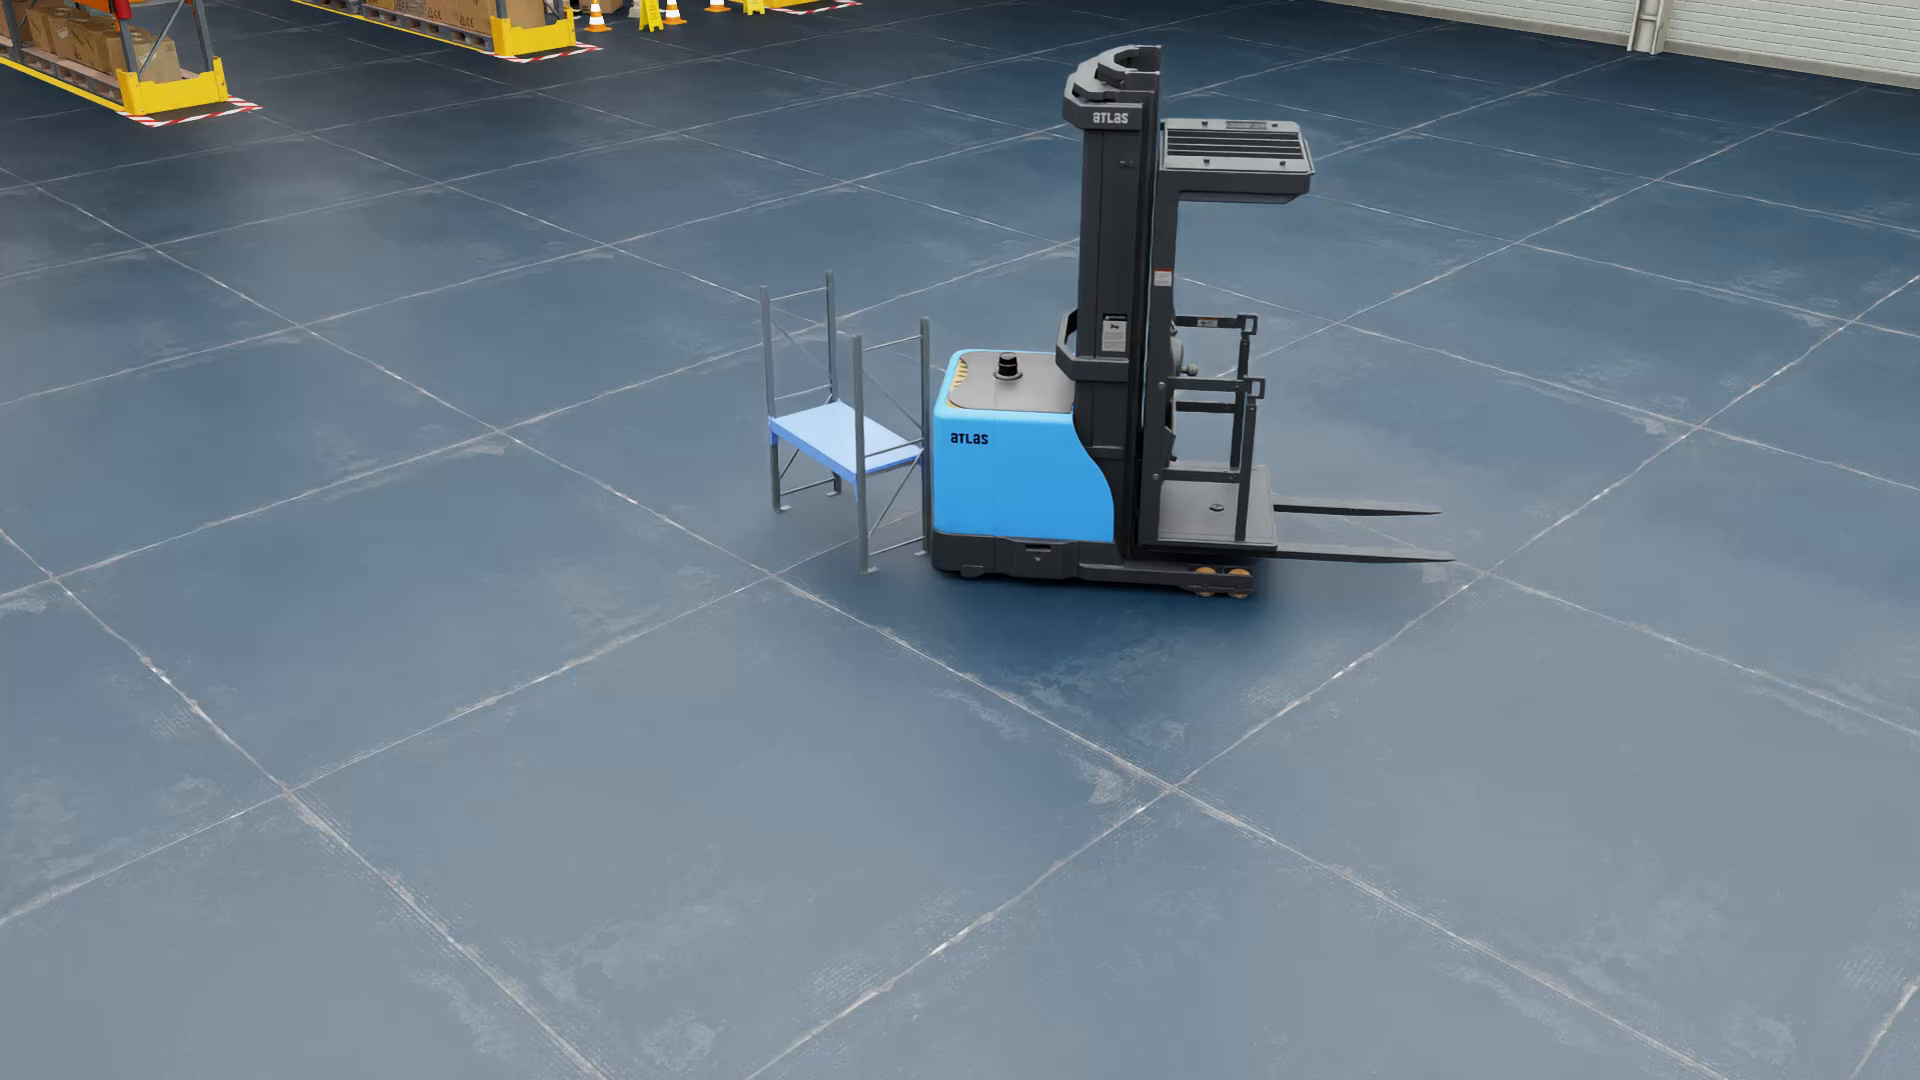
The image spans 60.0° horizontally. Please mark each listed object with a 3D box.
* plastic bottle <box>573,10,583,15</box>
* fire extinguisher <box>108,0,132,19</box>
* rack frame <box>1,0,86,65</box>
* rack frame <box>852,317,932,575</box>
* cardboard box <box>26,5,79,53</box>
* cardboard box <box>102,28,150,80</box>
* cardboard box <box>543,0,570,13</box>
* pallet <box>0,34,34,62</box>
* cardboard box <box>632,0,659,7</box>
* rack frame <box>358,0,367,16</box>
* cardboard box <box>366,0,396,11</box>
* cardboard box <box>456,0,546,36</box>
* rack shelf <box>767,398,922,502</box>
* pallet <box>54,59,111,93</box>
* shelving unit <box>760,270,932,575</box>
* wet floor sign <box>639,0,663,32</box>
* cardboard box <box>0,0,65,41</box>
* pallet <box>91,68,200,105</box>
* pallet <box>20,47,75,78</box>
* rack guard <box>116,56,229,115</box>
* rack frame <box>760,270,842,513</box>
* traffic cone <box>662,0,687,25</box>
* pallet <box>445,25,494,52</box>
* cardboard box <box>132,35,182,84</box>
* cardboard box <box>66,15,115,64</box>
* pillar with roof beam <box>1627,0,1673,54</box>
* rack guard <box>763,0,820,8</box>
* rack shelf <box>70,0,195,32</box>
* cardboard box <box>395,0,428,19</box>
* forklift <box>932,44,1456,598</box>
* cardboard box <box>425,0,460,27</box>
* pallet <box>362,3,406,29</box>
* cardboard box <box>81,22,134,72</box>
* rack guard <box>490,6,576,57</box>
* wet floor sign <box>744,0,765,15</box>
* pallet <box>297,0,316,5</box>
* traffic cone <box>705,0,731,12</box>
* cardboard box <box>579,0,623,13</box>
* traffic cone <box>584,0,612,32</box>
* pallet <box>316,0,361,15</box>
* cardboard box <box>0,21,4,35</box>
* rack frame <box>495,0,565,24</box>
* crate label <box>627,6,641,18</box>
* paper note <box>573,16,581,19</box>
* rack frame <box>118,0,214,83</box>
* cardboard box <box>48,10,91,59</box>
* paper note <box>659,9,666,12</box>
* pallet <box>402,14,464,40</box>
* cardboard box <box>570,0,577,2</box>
[{"bbox_3d":[-5.982,-8.156,25.695,0.283,0.061,0.133,12,30,22],"label":"plastic bottle"},{"bbox_3d":[-9.770,-6.403,19.287,0.183,0.674,0.296,25,36,38],"label":"fire extinguisher"},{"bbox_3d":[-12.381,-7.932,22.113,0.127,3.000,1.000,25,36,38],"label":"rack frame"},{"bbox_3d":[-0.385,-0.529,9.644,0.500,1.500,0.032,-19,33,-31],"label":"rack frame"},{"bbox_3d":[-12.124,-6.868,22.323,0.500,0.500,0.500,23,36,37],"label":"cardboard box"},{"bbox_3d":[-10.412,-6.100,20.862,0.500,0.500,0.500,-15,31,-27],"label":"cardboard box"},{"bbox_3d":[-6.315,-8.386,25.912,0.396,0.266,0.258,-18,33,-31],"label":"cardboard box"},{"bbox_3d":[-12.937,-6.952,23.244,1.213,0.211,1.003,25,36,38],"label":"pallet"},{"bbox_3d":[-4.931,-8.411,26.087,0.380,0.149,0.250,-7,29,-14],"label":"cardboard box"},{"bbox_3d":[-8.831,-9.545,25.180,0.127,3.000,1.000,25,36,38],"label":"rack frame"},{"bbox_3d":[-8.432,-8.562,25.143,0.875,0.875,0.875,-25,36,-38],"label":"cardboard box"},{"bbox_3d":[-6.509,-7.685,23.474,0.875,0.875,0.875,25,37,39],"label":"cardboard box"},{"bbox_3d":[-0.683,-0.561,10.092,0.538,0.185,1.000,-19,33,-31],"label":"rack shelf"},{"bbox_3d":[-11.003,-6.093,21.610,1.213,0.211,1.003,25,36,38],"label":"pallet"},{"bbox_3d":[-0.683,-0.720,10.009,0.538,1.500,1.048,-19,33,-31],"label":"shelving unit"},{"bbox_3d":[-4.570,-7.846,24.478,0.232,0.644,0.267,18,33,30],"label":"wet floor sign"},{"bbox_3d":[-12.804,-7.228,22.987,0.500,0.500,0.700,21,34,35],"label":"cardboard box"},{"bbox_3d":[-10.137,-5.695,20.853,1.213,0.211,1.003,25,36,38],"label":"pallet"},{"bbox_3d":[-11.877,-6.491,22.367,1.213,0.211,1.003,25,36,38],"label":"pallet"},{"bbox_3d":[-9.583,-5.546,20.259,0.348,0.500,1.175,25,36,38],"label":"rack guard"},{"bbox_3d":[-0.981,-0.912,10.373,0.500,1.500,0.032,-19,33,-31],"label":"rack frame"},{"bbox_3d":[-4.328,-8.026,25.017,0.334,0.463,0.336,25,36,38],"label":"traffic cone"},{"bbox_3d":[-6.604,-7.241,23.794,1.213,0.211,1.003,25,36,38],"label":"pallet"},{"bbox_3d":[-9.962,-5.916,20.513,0.500,0.500,0.500,-18,33,-30],"label":"cardboard box"},{"bbox_3d":[-11.212,-6.507,21.637,0.500,0.500,0.500,21,34,34],"label":"cardboard box"},{"bbox_3d":[6.571,-9.402,18.461,0.400,9.000,9.100,25,36,38],"label":"pillar with roof beam"},{"bbox_3d":[-2.635,-8.834,26.514,0.348,0.500,1.175,25,36,38],"label":"rack guard"},{"bbox_3d":[-10.955,-6.961,21.039,4.000,0.370,1.077,25,36,38],"label":"rack shelf"},{"bbox_3d":[-7.787,-8.270,24.586,0.875,0.875,0.875,25,37,39],"label":"cardboard box"},{"bbox_3d":[1.388,-1.223,9.426,3.031,2.935,1.130,3,28,6],"label":"forklift"},{"bbox_3d":[-7.138,-7.971,24.019,0.875,0.875,0.875,24,36,38],"label":"cardboard box"},{"bbox_3d":[-8.344,-8.037,25.308,1.213,0.211,1.003,25,36,38],"label":"pallet"},{"bbox_3d":[-10.846,-6.310,21.262,0.500,0.500,0.500,-21,34,-35],"label":"cardboard box"},{"bbox_3d":[-5.962,-7.126,23.265,0.348,0.500,1.175,25,36,38],"label":"rack guard"},{"bbox_3d":[-3.195,-8.457,25.640,0.267,0.644,0.232,-13,30,-22],"label":"wet floor sign"},{"bbox_3d":[-10.309,-8.936,27.018,1.213,0.211,1.003,25,36,38],"label":"pallet"},{"bbox_3d":[-3.792,-8.505,25.928,0.334,0.463,0.336,25,36,38],"label":"traffic cone"},{"bbox_3d":[-5.608,-8.544,25.958,0.637,0.503,0.797,2,28,4],"label":"cardboard box"},{"bbox_3d":[-5.362,-7.762,24.514,0.334,0.463,0.336,25,36,38],"label":"traffic cone"},{"bbox_3d":[-9.434,-8.538,26.261,1.213,0.211,1.003,25,36,38],"label":"pallet"},{"bbox_3d":[-13.131,-7.390,23.294,0.500,0.500,0.700,24,36,38],"label":"cardboard box"},{"bbox_3d":[-5.979,-8.240,22.698,0.127,3.000,1.000,25,36,38],"label":"rack frame"},{"bbox_3d":[-4.932,-8.118,25.541,0.298,0.136,0.250,7,29,13],"label":"crate label"},{"bbox_3d":[-5.877,-7.987,25.408,0.144,0.017,0.142,-13,30,-22],"label":"paper note"},{"bbox_3d":[-9.529,-6.627,19.630,0.127,3.000,1.000,25,36,38],"label":"rack frame"},{"bbox_3d":[-11.710,-6.684,21.973,0.500,0.500,0.500,-13,31,-24],"label":"cardboard box"},{"bbox_3d":[-4.650,-8.250,25.906,0.142,0.019,0.148,12,30,22],"label":"paper note"},{"bbox_3d":[-7.470,-7.639,24.551,1.213,0.211,1.003,25,36,38],"label":"pallet"},{"bbox_3d":[-6.281,-8.906,26.502,0.503,0.637,0.797,25,36,38],"label":"cardboard box"}]
